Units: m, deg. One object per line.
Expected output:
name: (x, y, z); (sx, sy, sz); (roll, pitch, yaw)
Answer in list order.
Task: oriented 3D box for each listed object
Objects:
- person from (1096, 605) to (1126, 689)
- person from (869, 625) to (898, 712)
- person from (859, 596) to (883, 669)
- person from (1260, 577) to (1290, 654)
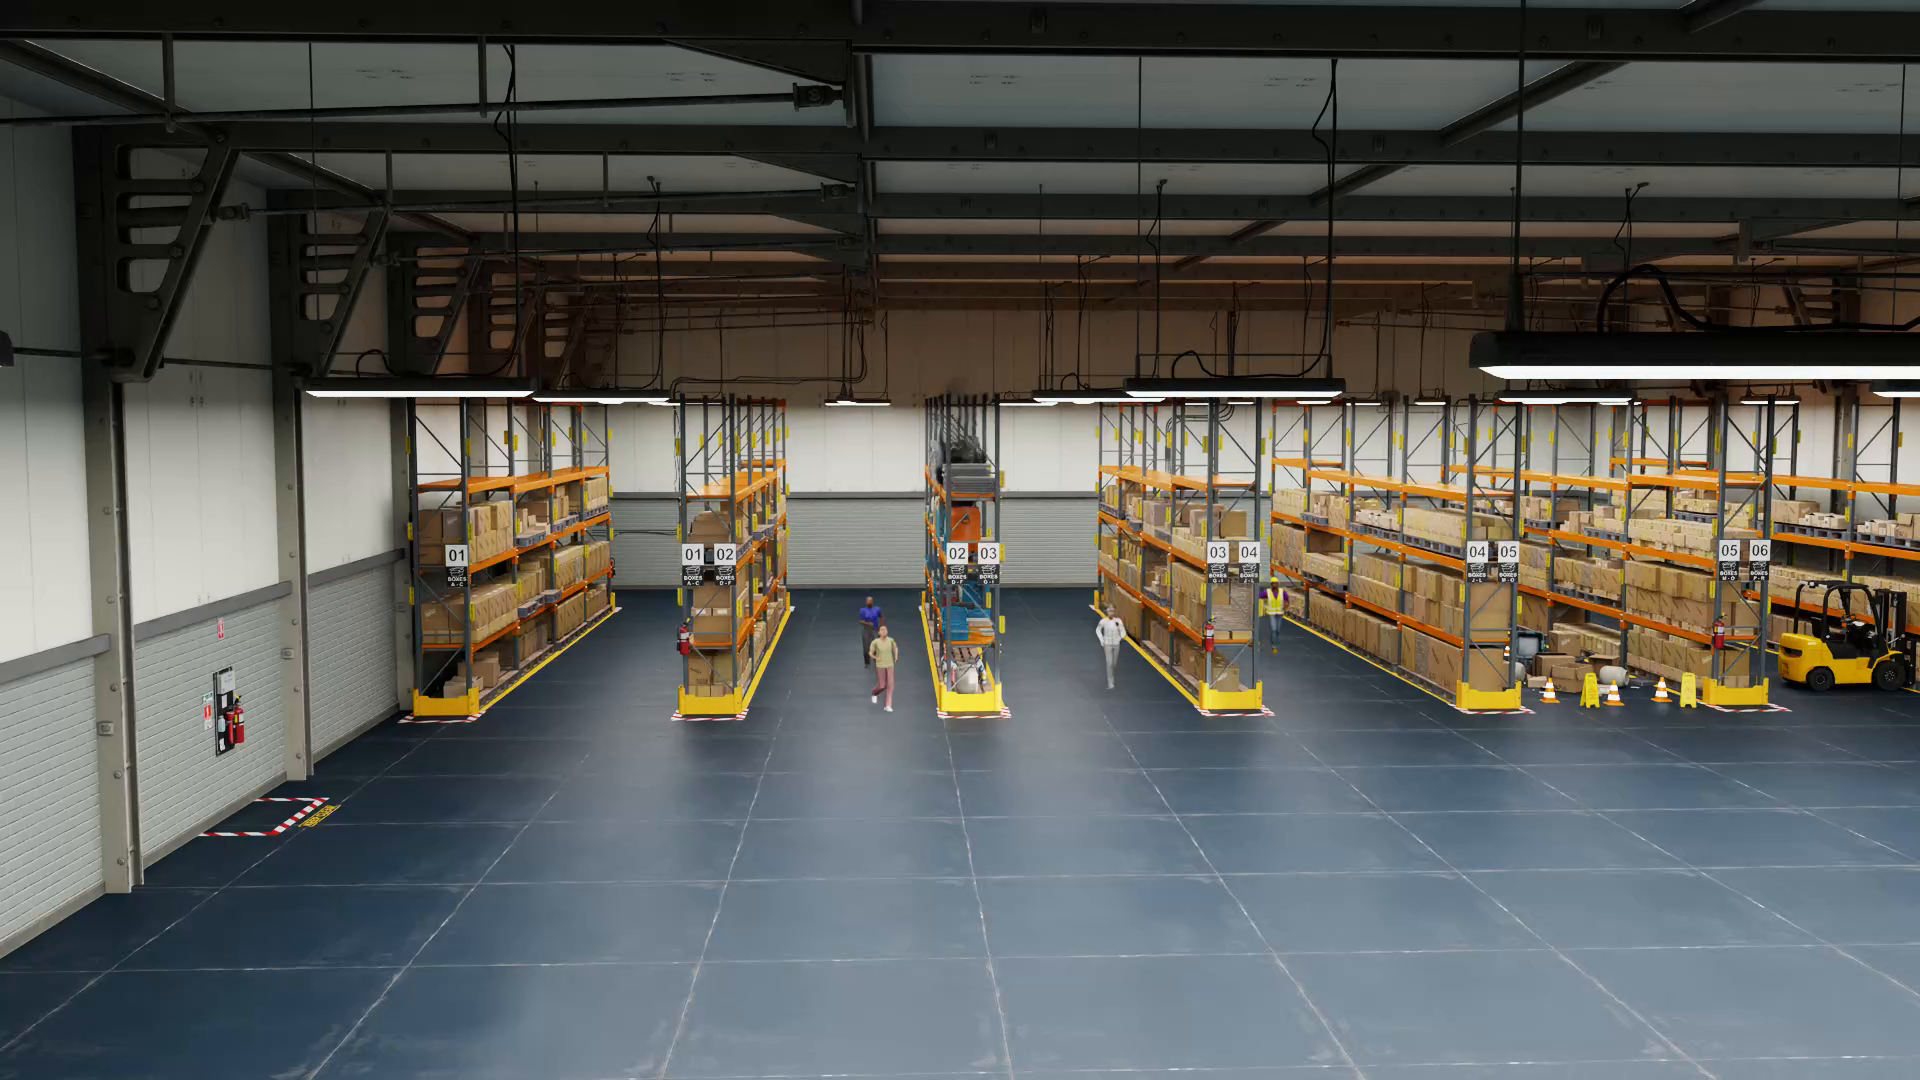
person: (3.114, 2.162, 34.213); (0.608, 1.705, 0.833); (0, 5, -4)
person: (-1.410, 2.423, 31.634); (0.597, 1.609, 0.800); (-1, 5, -18)
person: (-1.931, 2.033, 36.288); (0.569, 1.627, 0.655); (-1, 5, -11)
person: (7.378, 1.747, 38.956); (0.686, 1.773, 0.886); (0, 5, -2)
